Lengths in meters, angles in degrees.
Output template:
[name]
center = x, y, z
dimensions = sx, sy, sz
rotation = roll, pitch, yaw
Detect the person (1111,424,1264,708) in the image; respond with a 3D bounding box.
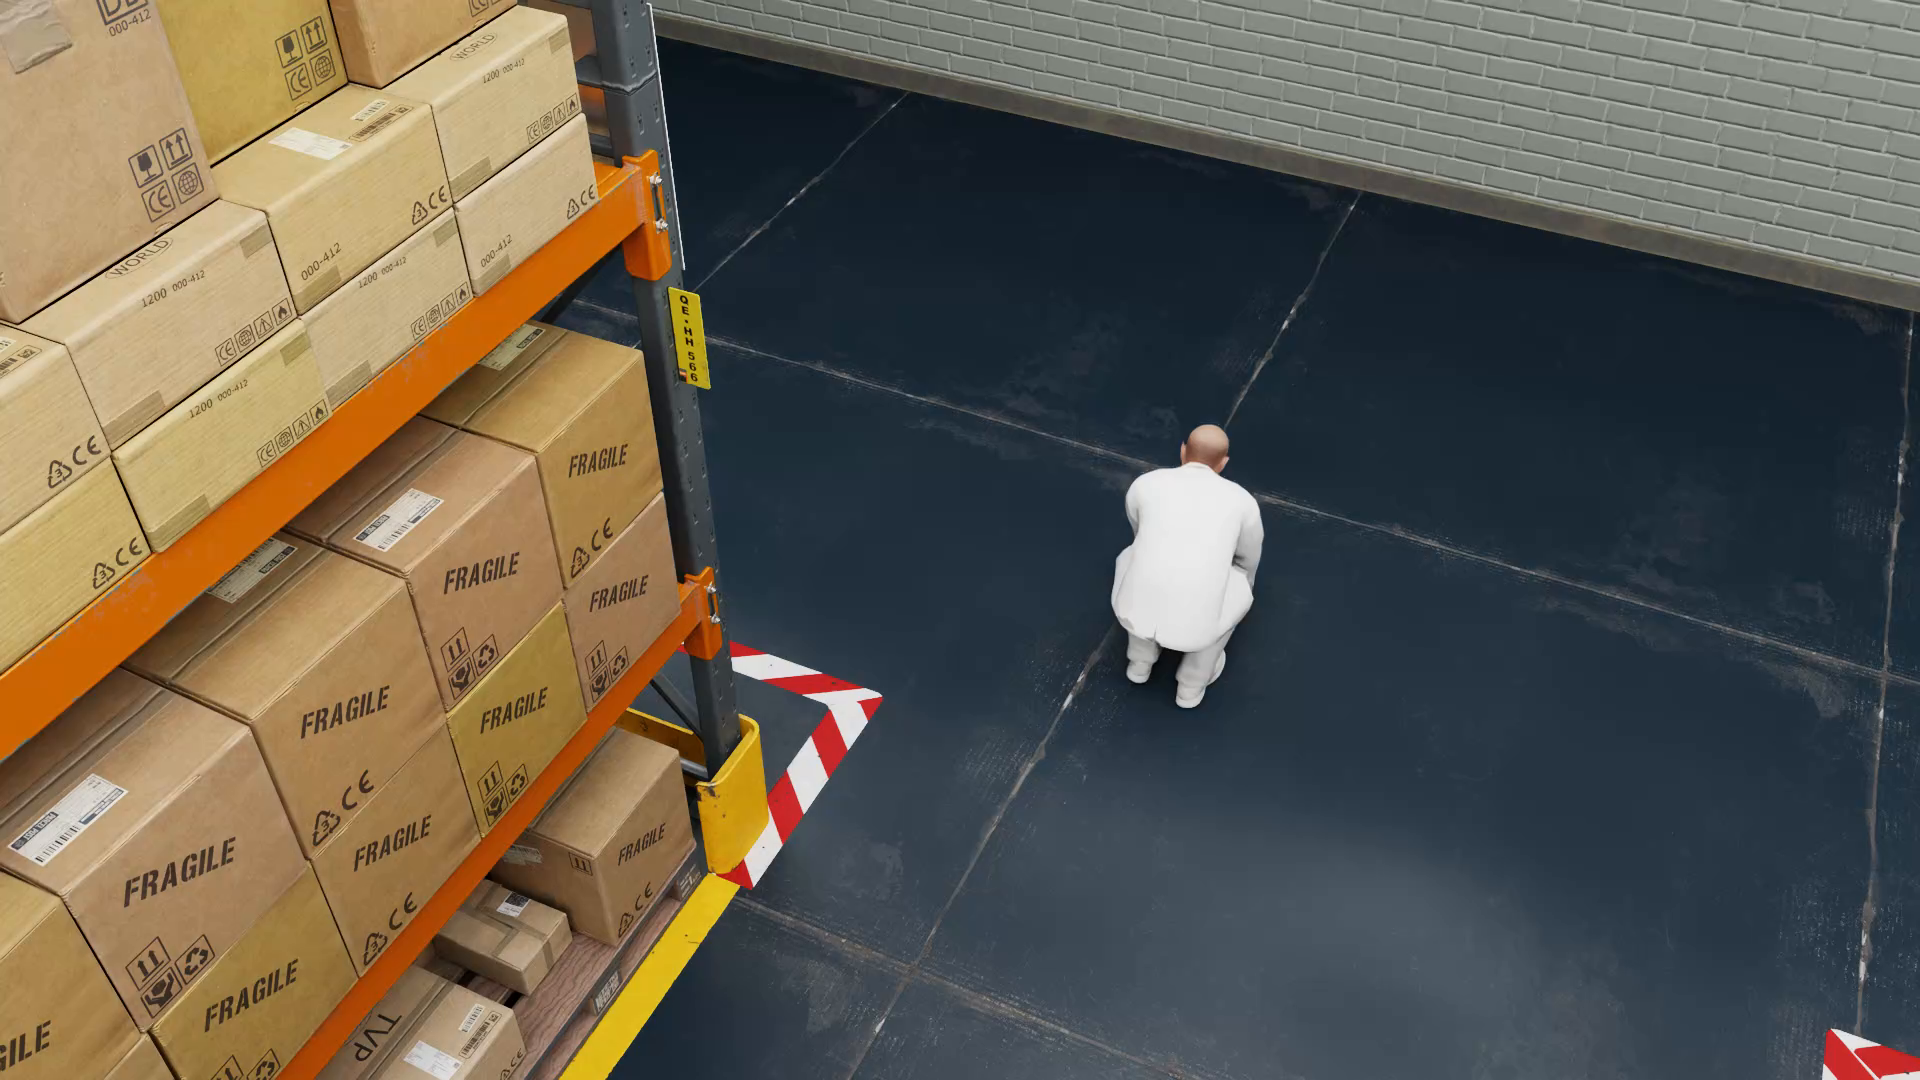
[person]
center = 0.907, 0.108, 6.690
dimensions = 0.610, 0.931, 0.906
rotation = 17, 44, 18
